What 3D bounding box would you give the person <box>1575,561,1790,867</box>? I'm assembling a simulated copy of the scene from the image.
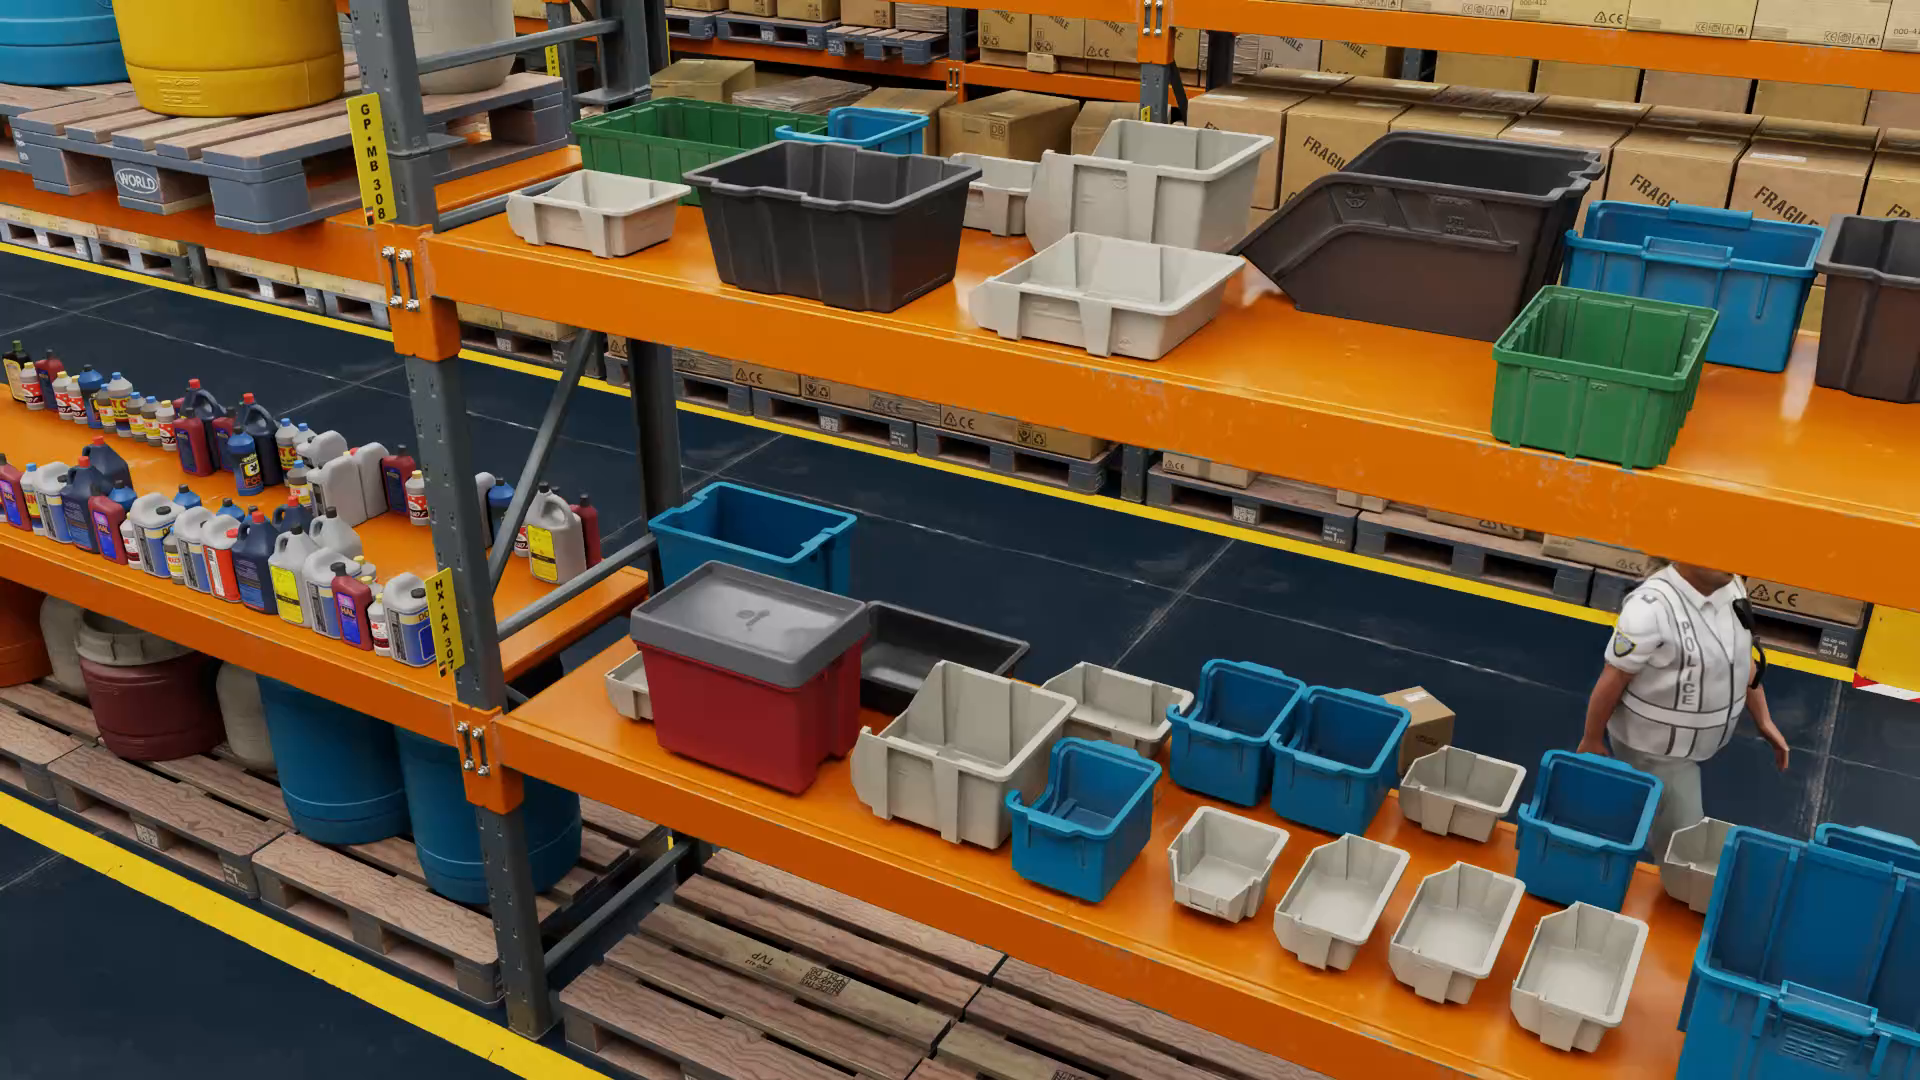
[{"bbox_3d":[2.529,0.664,5.711,0.556,1.711,1.046,-19,32,-33],"label":"person"}]
